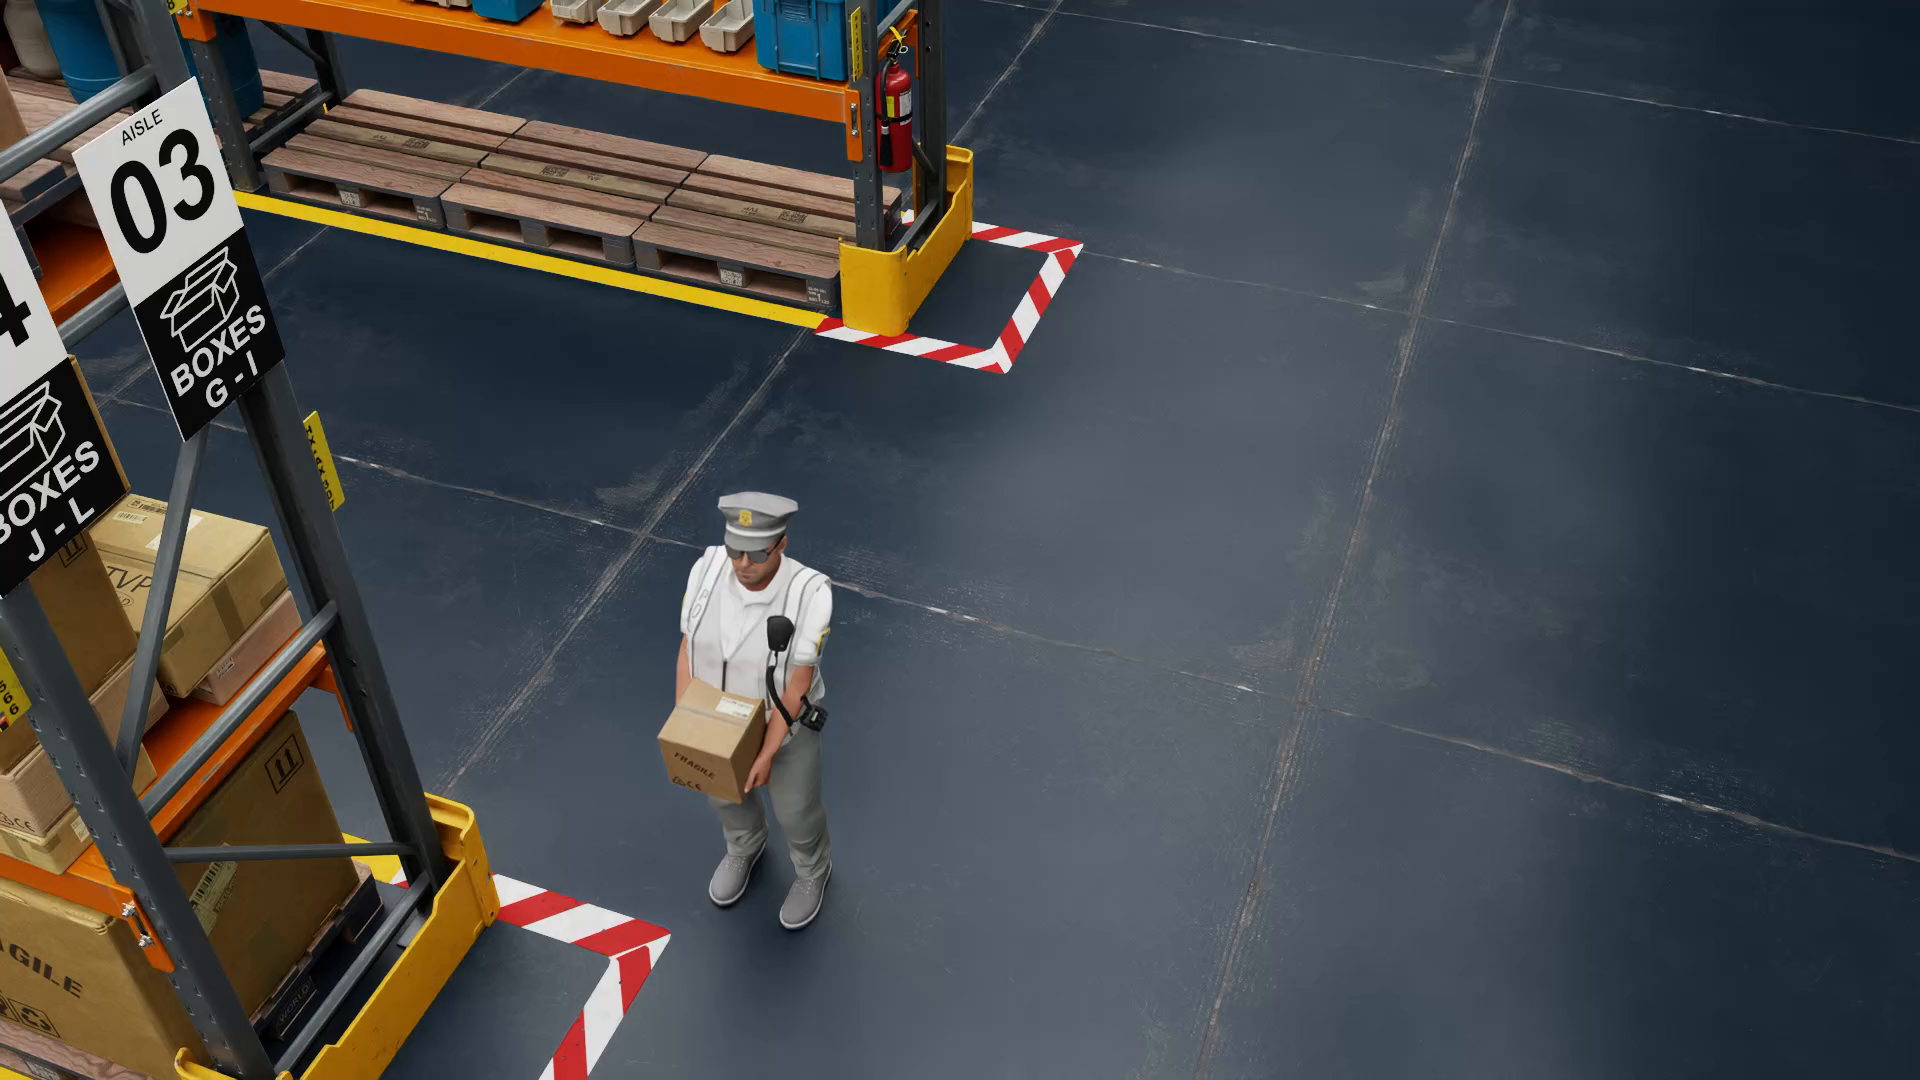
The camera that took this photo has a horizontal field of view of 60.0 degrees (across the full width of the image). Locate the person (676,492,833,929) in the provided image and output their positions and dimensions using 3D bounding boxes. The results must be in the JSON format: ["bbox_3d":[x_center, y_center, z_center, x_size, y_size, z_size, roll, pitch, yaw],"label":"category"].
[{"bbox_3d":[-0.677,0.617,5.445,0.494,1.756,0.565,14,43,16],"label":"person"}]
